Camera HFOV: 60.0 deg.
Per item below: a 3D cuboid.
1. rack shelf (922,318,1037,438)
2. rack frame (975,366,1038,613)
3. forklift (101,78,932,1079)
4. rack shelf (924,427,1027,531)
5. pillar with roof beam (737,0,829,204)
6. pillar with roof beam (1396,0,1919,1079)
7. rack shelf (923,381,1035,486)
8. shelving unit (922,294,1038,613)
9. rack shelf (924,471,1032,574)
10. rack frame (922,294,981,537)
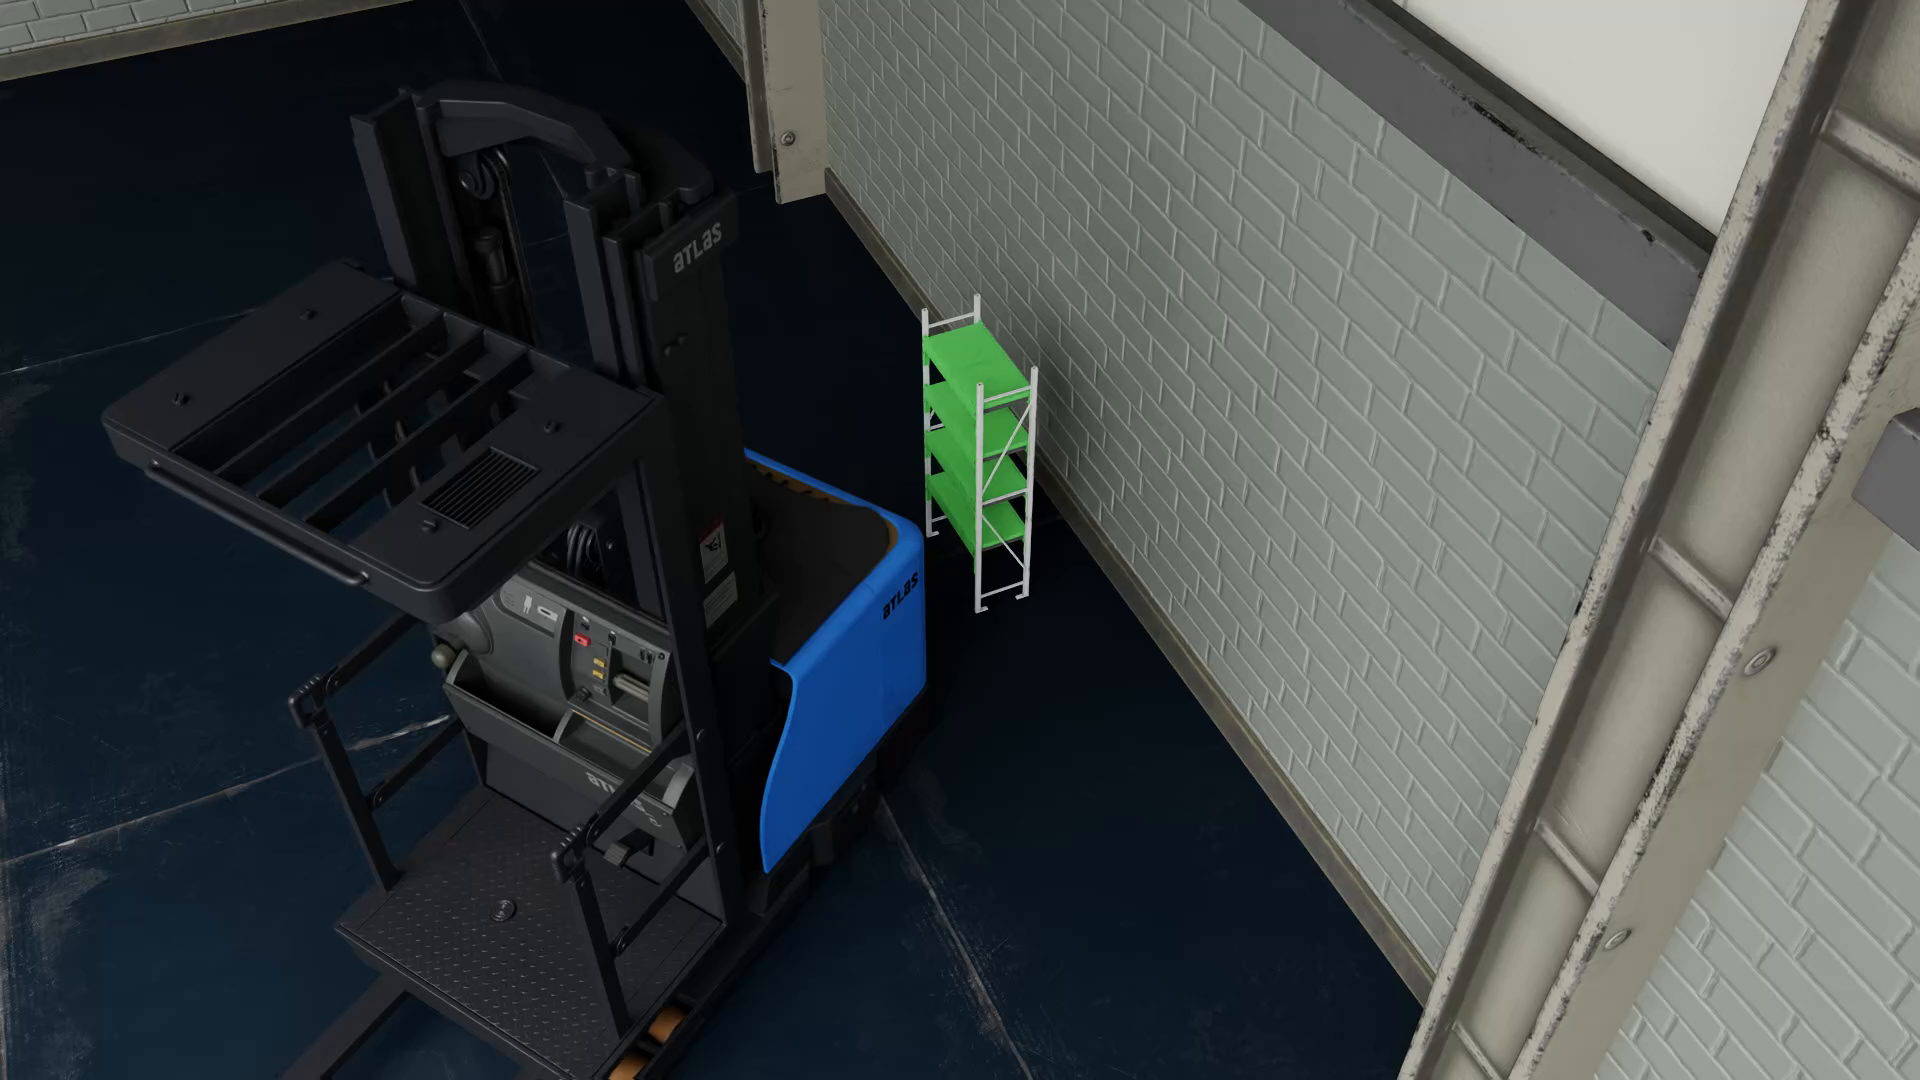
[{"bbox_3d":[0.070,-0.618,6.298,0.258,0.148,0.480,-18,47,-17],"label":"rack shelf"},{"bbox_3d":[0.172,-0.166,6.433,0.240,1.200,0.015,-18,47,-17],"label":"rack frame"},{"bbox_3d":[-1.315,0.372,4.656,1.130,2.935,3.031,24,49,22],"label":"forklift"},{"bbox_3d":[0.070,-0.276,6.635,0.258,0.148,0.480,-18,47,-17],"label":"rack shelf"},{"bbox_3d":[-4.825,-3.910,4.674,9.100,9.000,0.400,-18,47,-17],"label":"pillar with roof beam"},{"bbox_3d":[-2.302,-0.086,0.799,9.100,9.000,0.400,-18,47,-17],"label":"pillar with roof beam"},{"bbox_3d":[0.070,-0.447,6.467,0.258,0.148,0.480,-18,47,-17],"label":"rack shelf"},{"bbox_3d":[0.070,-0.322,6.591,0.258,1.200,0.503,-18,47,-17],"label":"shelving unit"},{"bbox_3d":[0.070,-0.105,6.804,0.258,0.148,0.480,-18,47,-17],"label":"rack shelf"},{"bbox_3d":[-0.033,-0.477,6.748,0.240,1.200,0.015,-18,47,-17],"label":"rack frame"}]
